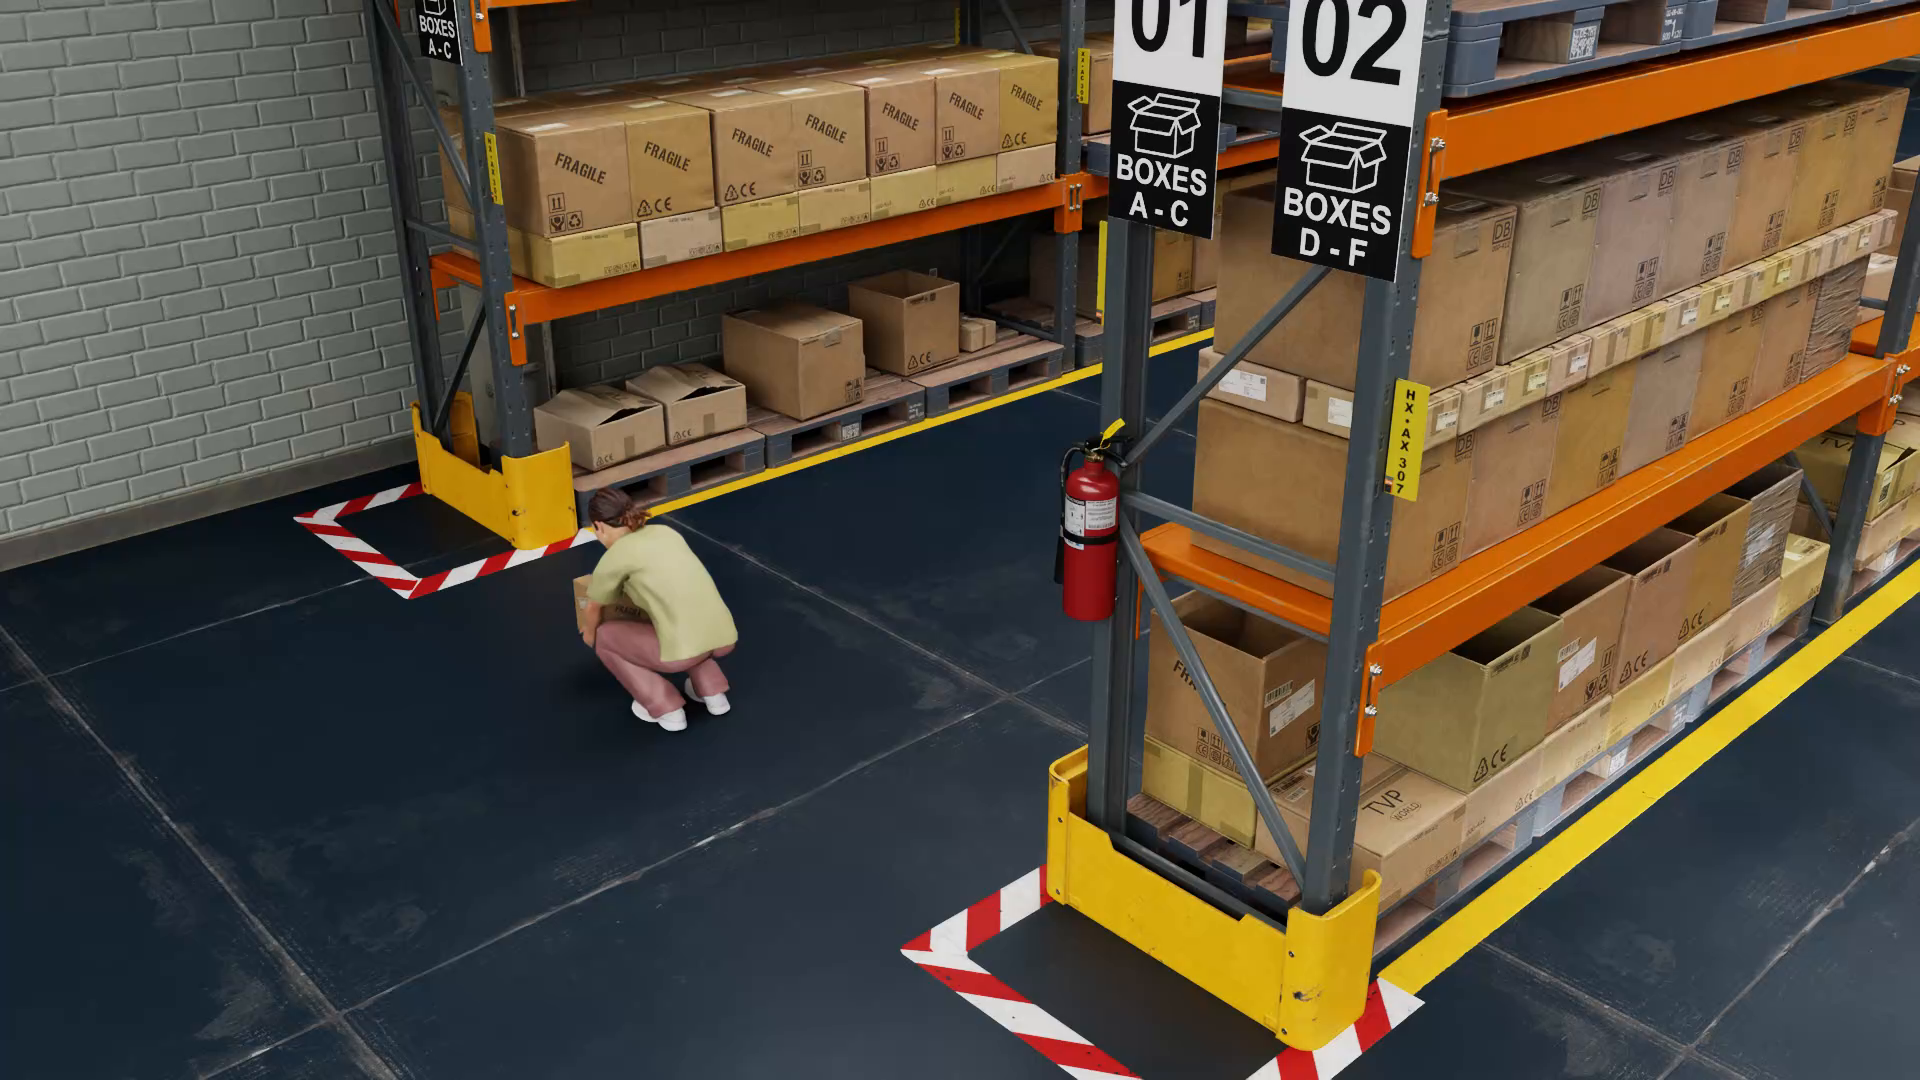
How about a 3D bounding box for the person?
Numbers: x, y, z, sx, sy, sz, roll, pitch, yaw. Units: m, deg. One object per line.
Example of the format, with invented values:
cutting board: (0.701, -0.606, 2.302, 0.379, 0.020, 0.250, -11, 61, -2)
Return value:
person: (-1.275, 0.263, 6.937, 0.485, 0.931, 0.800, -21, 32, -38)
